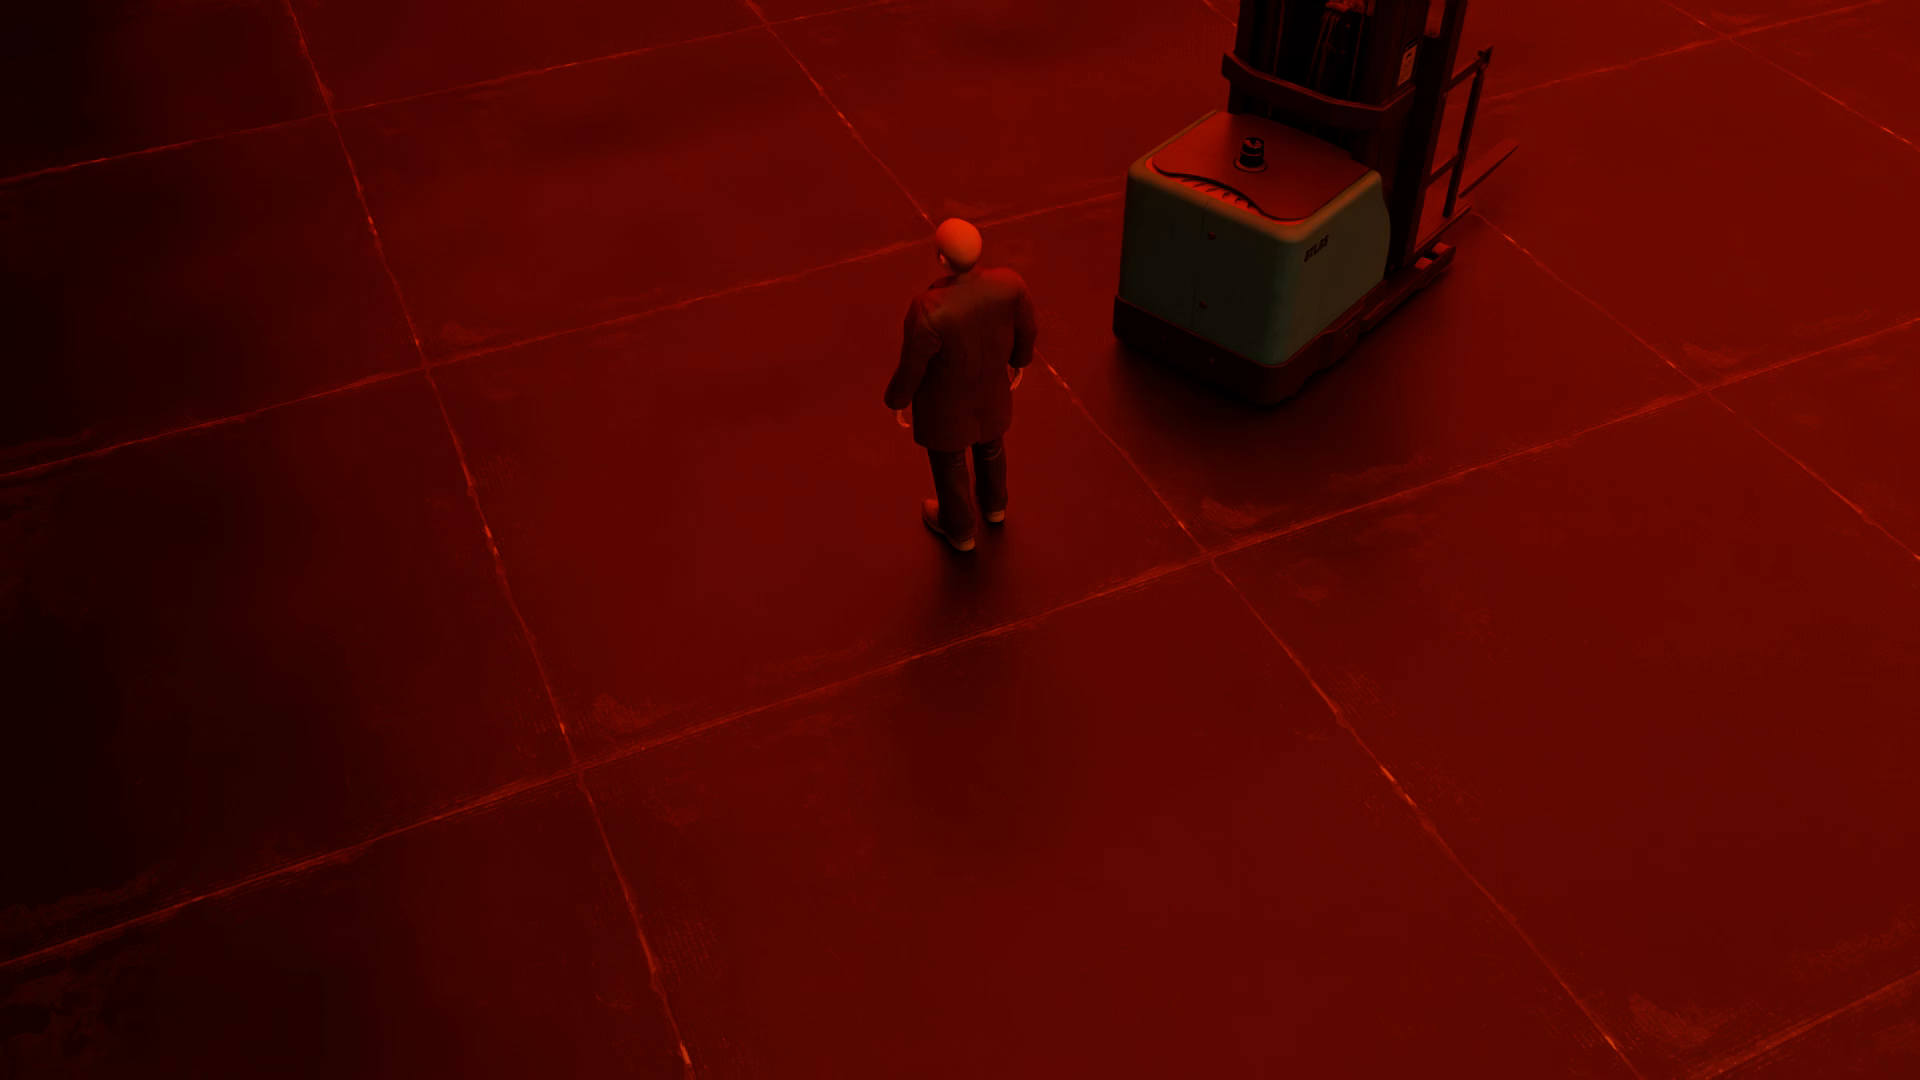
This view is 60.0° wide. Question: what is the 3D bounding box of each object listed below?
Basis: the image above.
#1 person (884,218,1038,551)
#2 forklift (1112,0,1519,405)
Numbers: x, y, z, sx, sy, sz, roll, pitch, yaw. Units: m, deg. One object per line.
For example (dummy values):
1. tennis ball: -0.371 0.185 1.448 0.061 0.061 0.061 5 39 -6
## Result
1. person: -0.034 -0.713 7.278 0.696 1.776 0.582 -18 46 -18
2. forklift: 2.159 -2.693 8.566 1.130 2.935 3.031 30 51 28
